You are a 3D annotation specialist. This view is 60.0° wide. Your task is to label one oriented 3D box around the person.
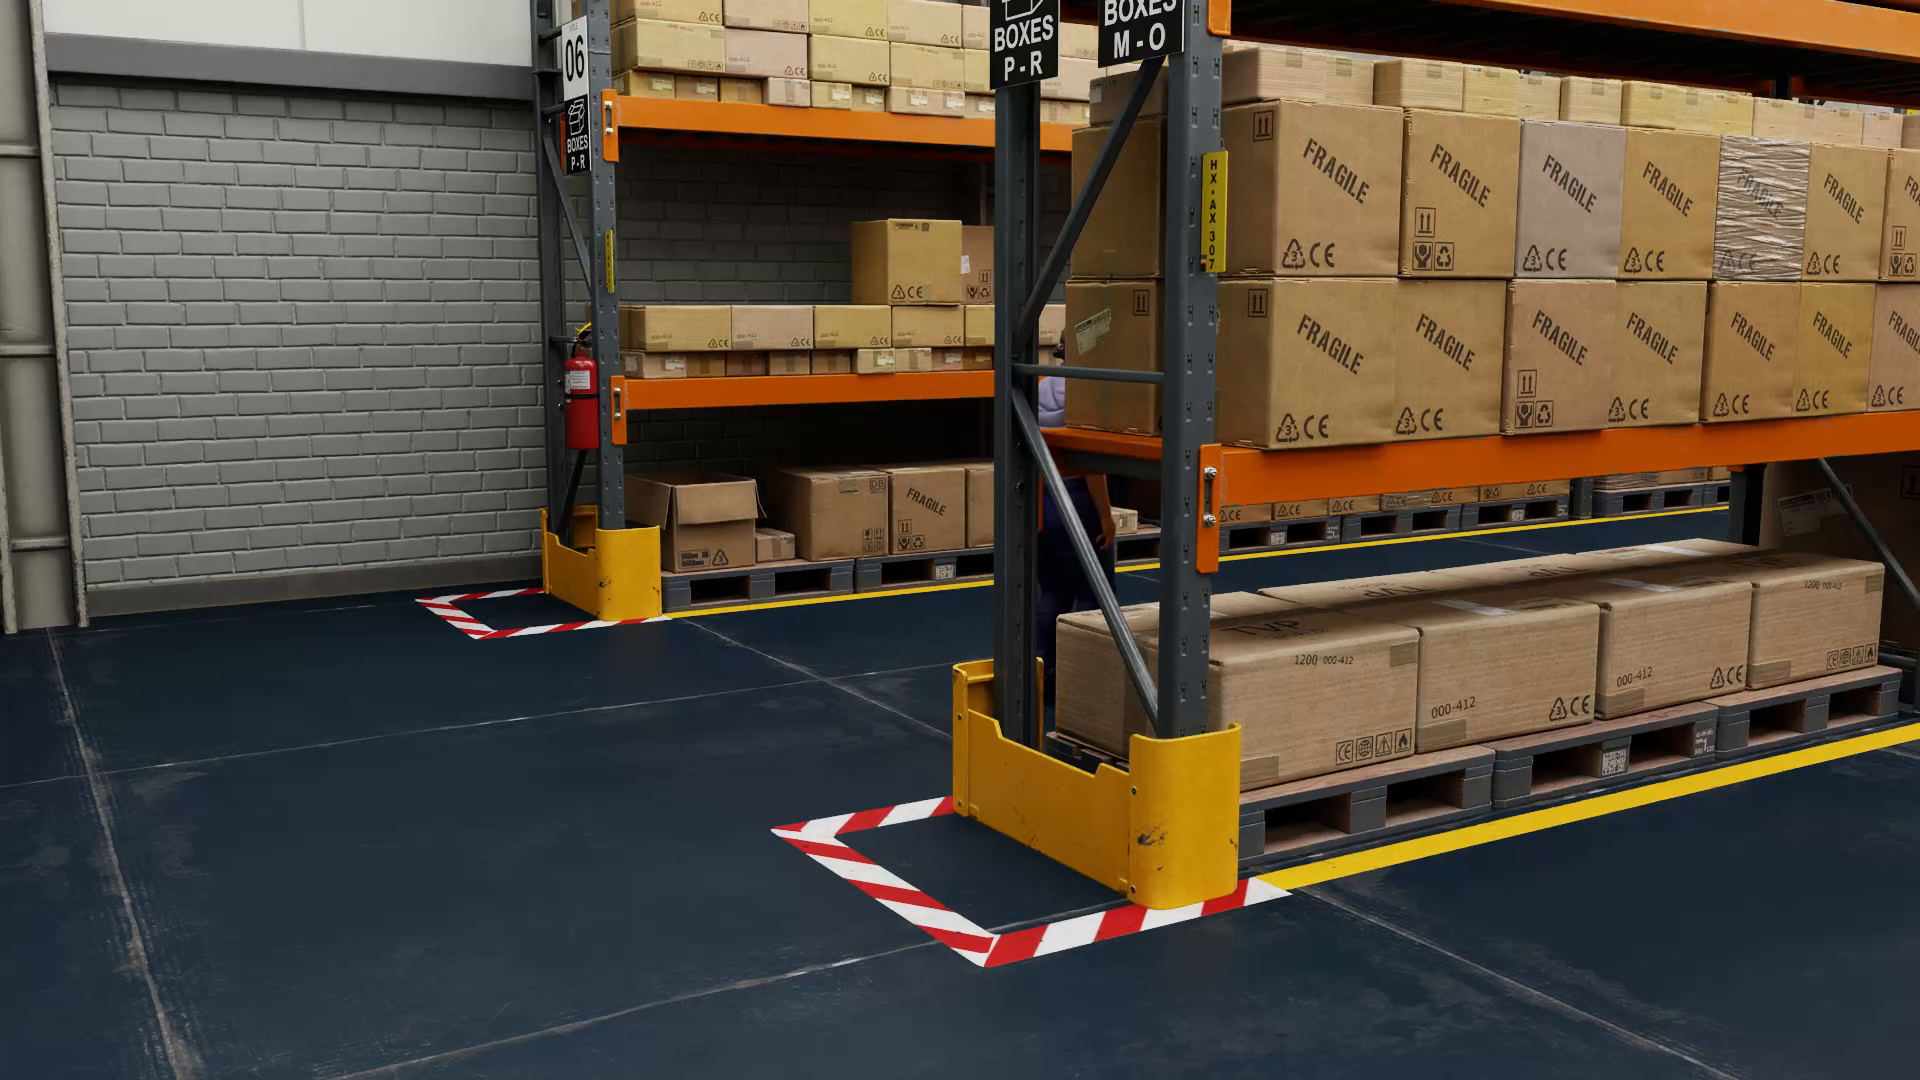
[{"bbox_3d":[0.467,-0.096,7.037,0.371,1.647,0.537,-5,10,-32],"label":"person"}]
